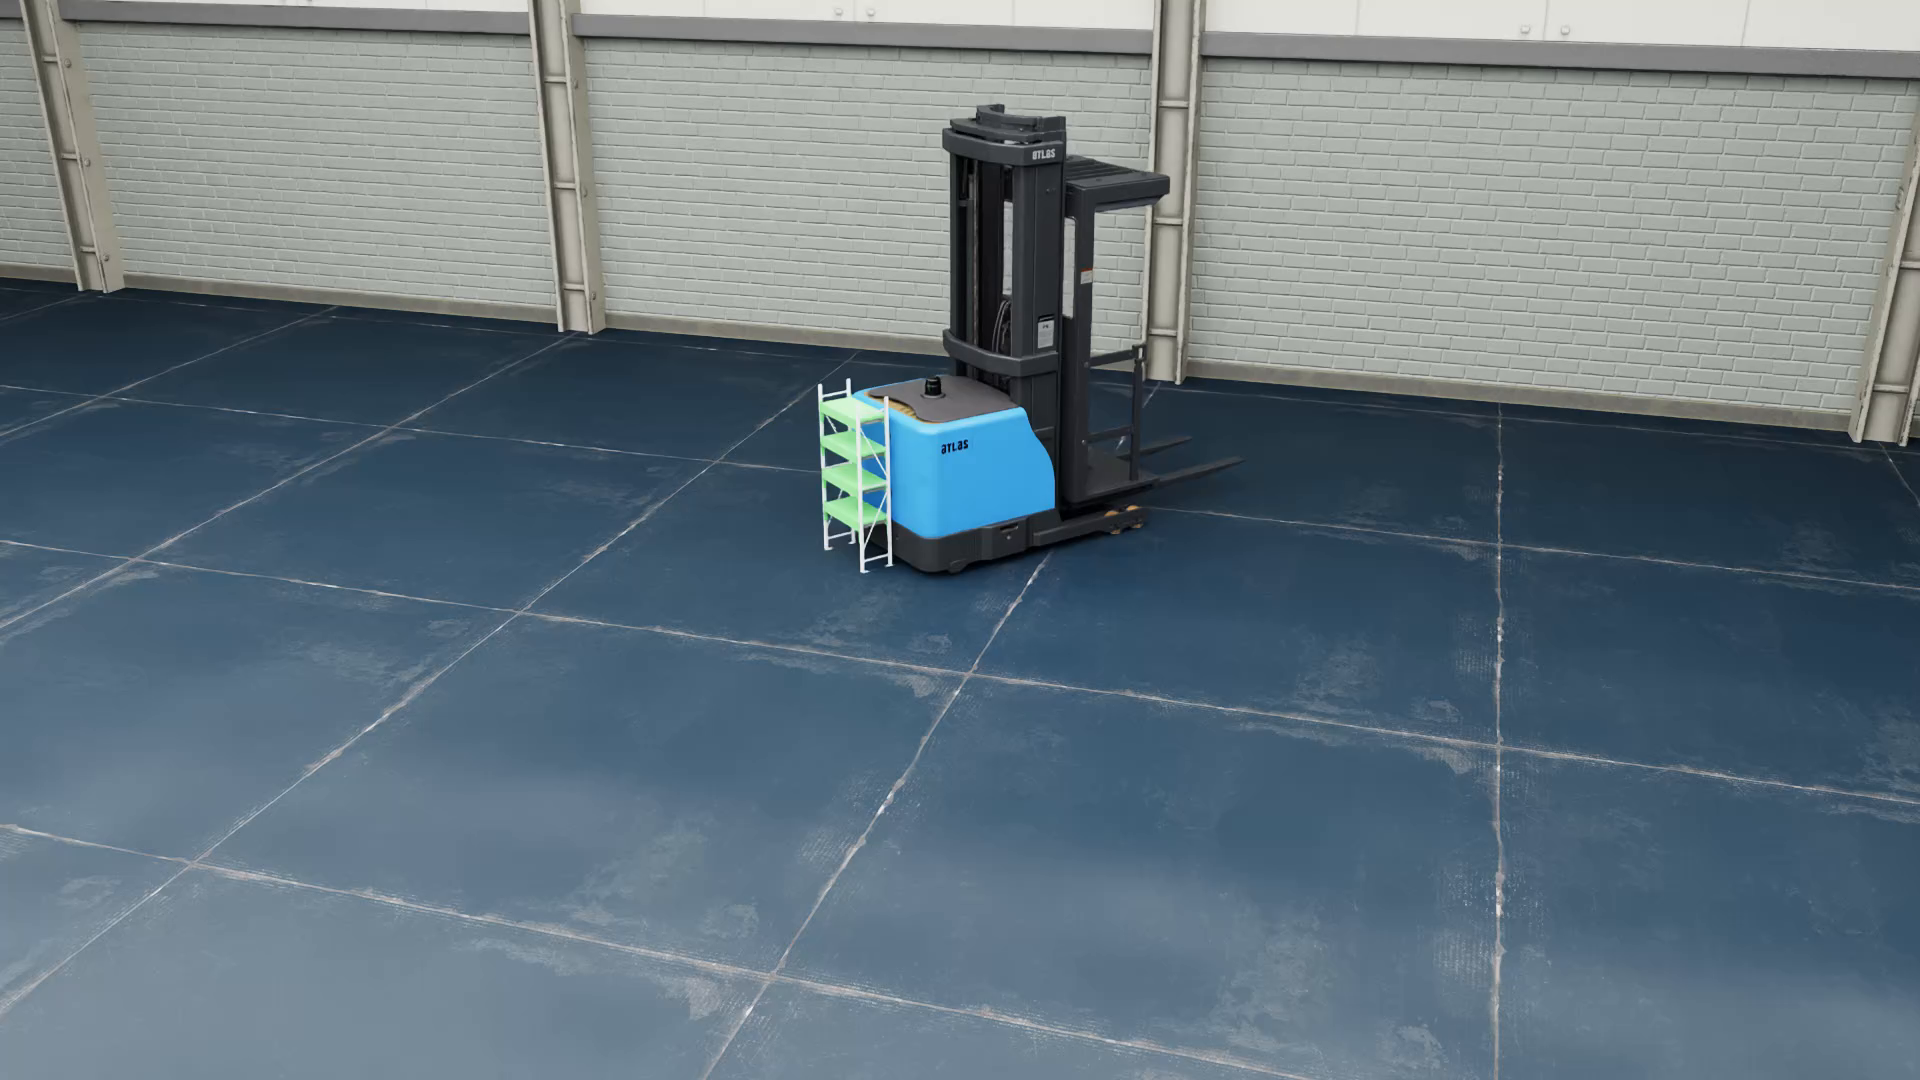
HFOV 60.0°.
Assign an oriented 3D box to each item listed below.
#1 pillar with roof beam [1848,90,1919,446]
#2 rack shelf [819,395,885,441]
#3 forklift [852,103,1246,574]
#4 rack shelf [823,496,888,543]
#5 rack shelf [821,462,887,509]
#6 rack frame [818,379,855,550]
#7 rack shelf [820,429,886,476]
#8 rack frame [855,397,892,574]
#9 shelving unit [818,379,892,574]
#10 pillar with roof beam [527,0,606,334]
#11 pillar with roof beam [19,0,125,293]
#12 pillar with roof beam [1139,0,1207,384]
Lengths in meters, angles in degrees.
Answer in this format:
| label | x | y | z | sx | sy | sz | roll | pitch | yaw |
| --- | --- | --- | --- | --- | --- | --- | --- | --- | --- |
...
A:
| label | x | y | z | sx | sy | sz | roll | pitch | yaw |
| --- | --- | --- | --- | --- | --- | --- | --- | --- | --- |
| pillar with roof beam | 6.380 | -3.445 | 8.310 | 0.400 | 9.000 | 9.100 | 7 | 23 | 16 |
| rack shelf | -0.709 | -0.817 | 11.081 | 0.258 | 0.148 | 0.480 | -15 | 27 | -31 |
| forklift | 0.743 | -1.547 | 11.679 | 3.031 | 2.935 | 1.130 | -14 | 26 | -31 |
| rack shelf | -0.705 | -0.152 | 11.357 | 0.258 | 0.148 | 0.480 | -15 | 27 | -31 |
| rack shelf | -0.707 | -0.373 | 11.265 | 0.258 | 0.148 | 0.480 | -15 | 27 | -31 |
| rack frame | -0.844 | -0.509 | 11.428 | 0.240 | 1.200 | 0.015 | -15 | 27 | -31 |
| rack shelf | -0.708 | -0.595 | 11.173 | 0.258 | 0.148 | 0.480 | -15 | 27 | -31 |
| rack frame | -0.570 | -0.356 | 11.054 | 0.240 | 1.200 | 0.015 | -15 | 27 | -31 |
| shelving unit | -0.707 | -0.432 | 11.241 | 0.258 | 1.200 | 0.503 | -15 | 27 | -31 |
| pillar with roof beam | -5.108 | -4.760 | 11.517 | 0.400 | 9.000 | 9.100 | 7 | 23 | 16 |
| pillar with roof beam | -10.852 | -5.418 | 13.121 | 0.400 | 9.000 | 9.100 | 7 | 23 | 16 |
| pillar with roof beam | 0.636 | -4.102 | 9.914 | 0.400 | 9.000 | 9.100 | 7 | 23 | 16 |
